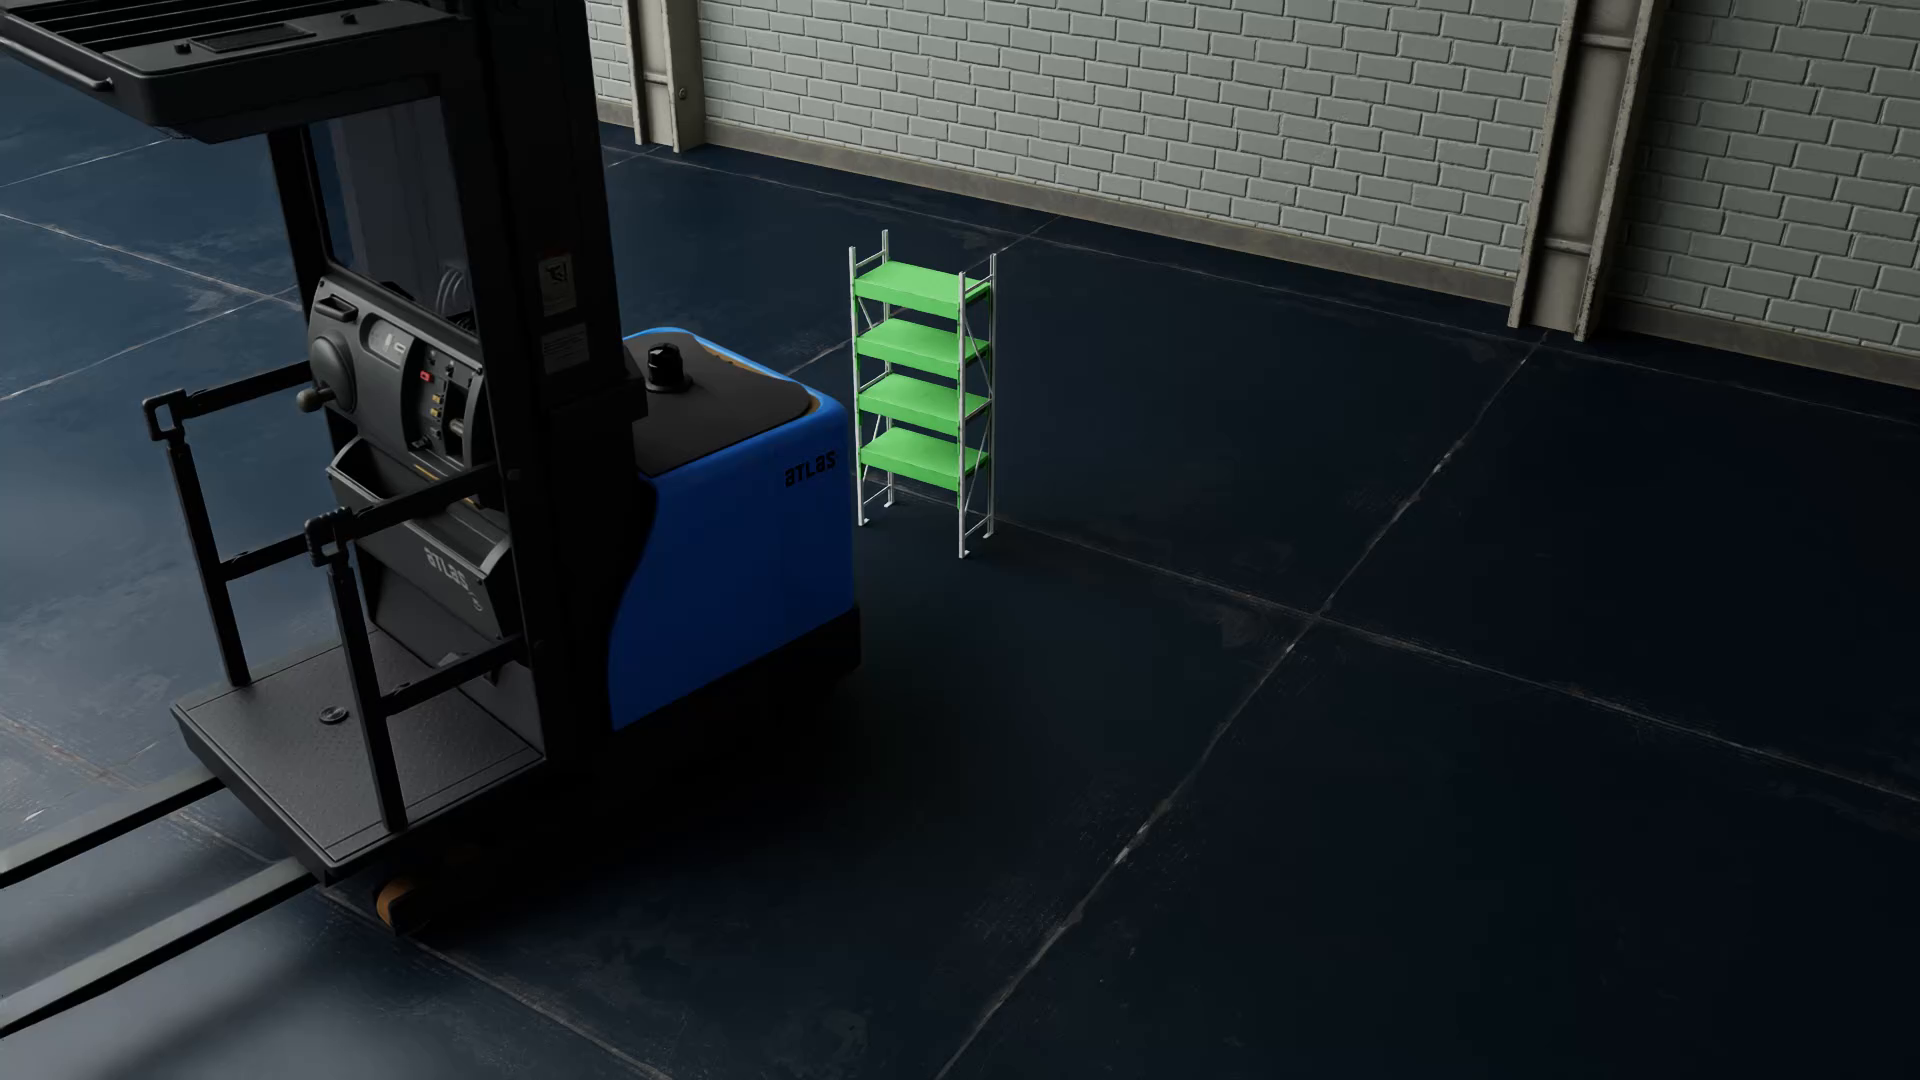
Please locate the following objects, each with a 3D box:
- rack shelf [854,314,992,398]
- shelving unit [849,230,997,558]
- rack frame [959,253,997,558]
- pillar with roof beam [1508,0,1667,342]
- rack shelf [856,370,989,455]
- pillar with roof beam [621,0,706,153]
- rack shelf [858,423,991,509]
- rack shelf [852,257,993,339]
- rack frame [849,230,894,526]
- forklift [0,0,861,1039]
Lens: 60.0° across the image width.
[{"bbox_3d":[-0.140,-0.715,6.435,0.480,0.148,0.258,18,35,27],"label":"rack shelf"},{"bbox_3d":[-0.140,-0.563,6.524,0.503,1.200,0.258,18,35,27],"label":"shelving unit"},{"bbox_3d":[0.066,-0.497,6.412,0.015,1.200,0.240,18,35,27],"label":"rack frame"},{"bbox_3d":[0.812,-3.178,3.266,0.400,9.000,9.100,18,35,27],"label":"pillar with roof beam"},{"bbox_3d":[-0.140,-0.507,6.556,0.480,0.148,0.258,18,35,27],"label":"rack shelf"},{"bbox_3d":[-4.270,-4.785,6.022,0.400,9.000,9.100,18,35,27],"label":"pillar with roof beam"},{"bbox_3d":[-0.140,-0.300,6.677,0.480,0.148,0.258,18,35,27],"label":"rack shelf"},{"bbox_3d":[-0.140,-0.922,6.314,0.480,0.148,0.258,18,35,27],"label":"rack shelf"},{"bbox_3d":[-0.347,-0.628,6.636,0.015,1.200,0.240,18,35,27],"label":"rack frame"},{"bbox_3d":[-1.746,-0.426,4.572,1.130,2.935,3.031,27,40,38],"label":"forklift"}]
